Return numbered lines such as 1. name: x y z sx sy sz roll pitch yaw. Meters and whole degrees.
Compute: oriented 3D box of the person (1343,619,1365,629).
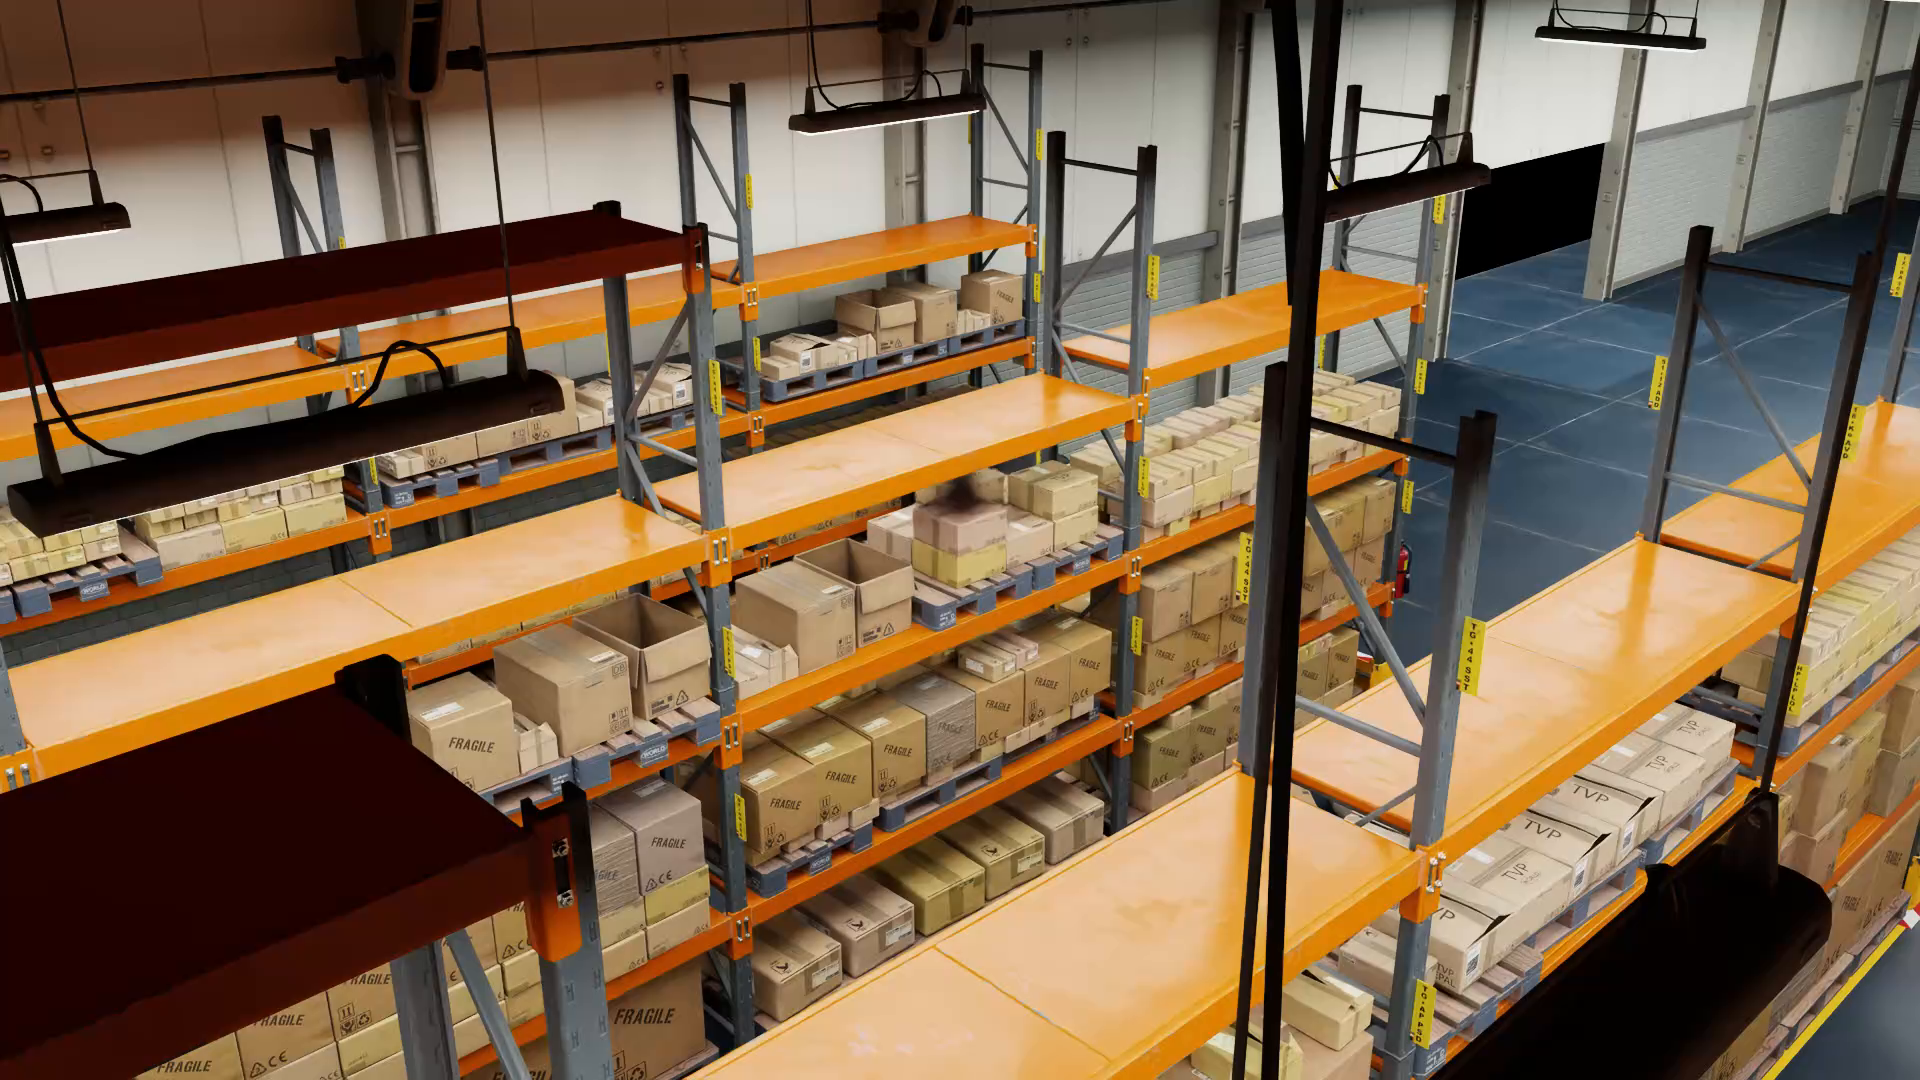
1. person: 4.243 0.266 18.057 0.637 1.702 0.435 -14 26 -30
